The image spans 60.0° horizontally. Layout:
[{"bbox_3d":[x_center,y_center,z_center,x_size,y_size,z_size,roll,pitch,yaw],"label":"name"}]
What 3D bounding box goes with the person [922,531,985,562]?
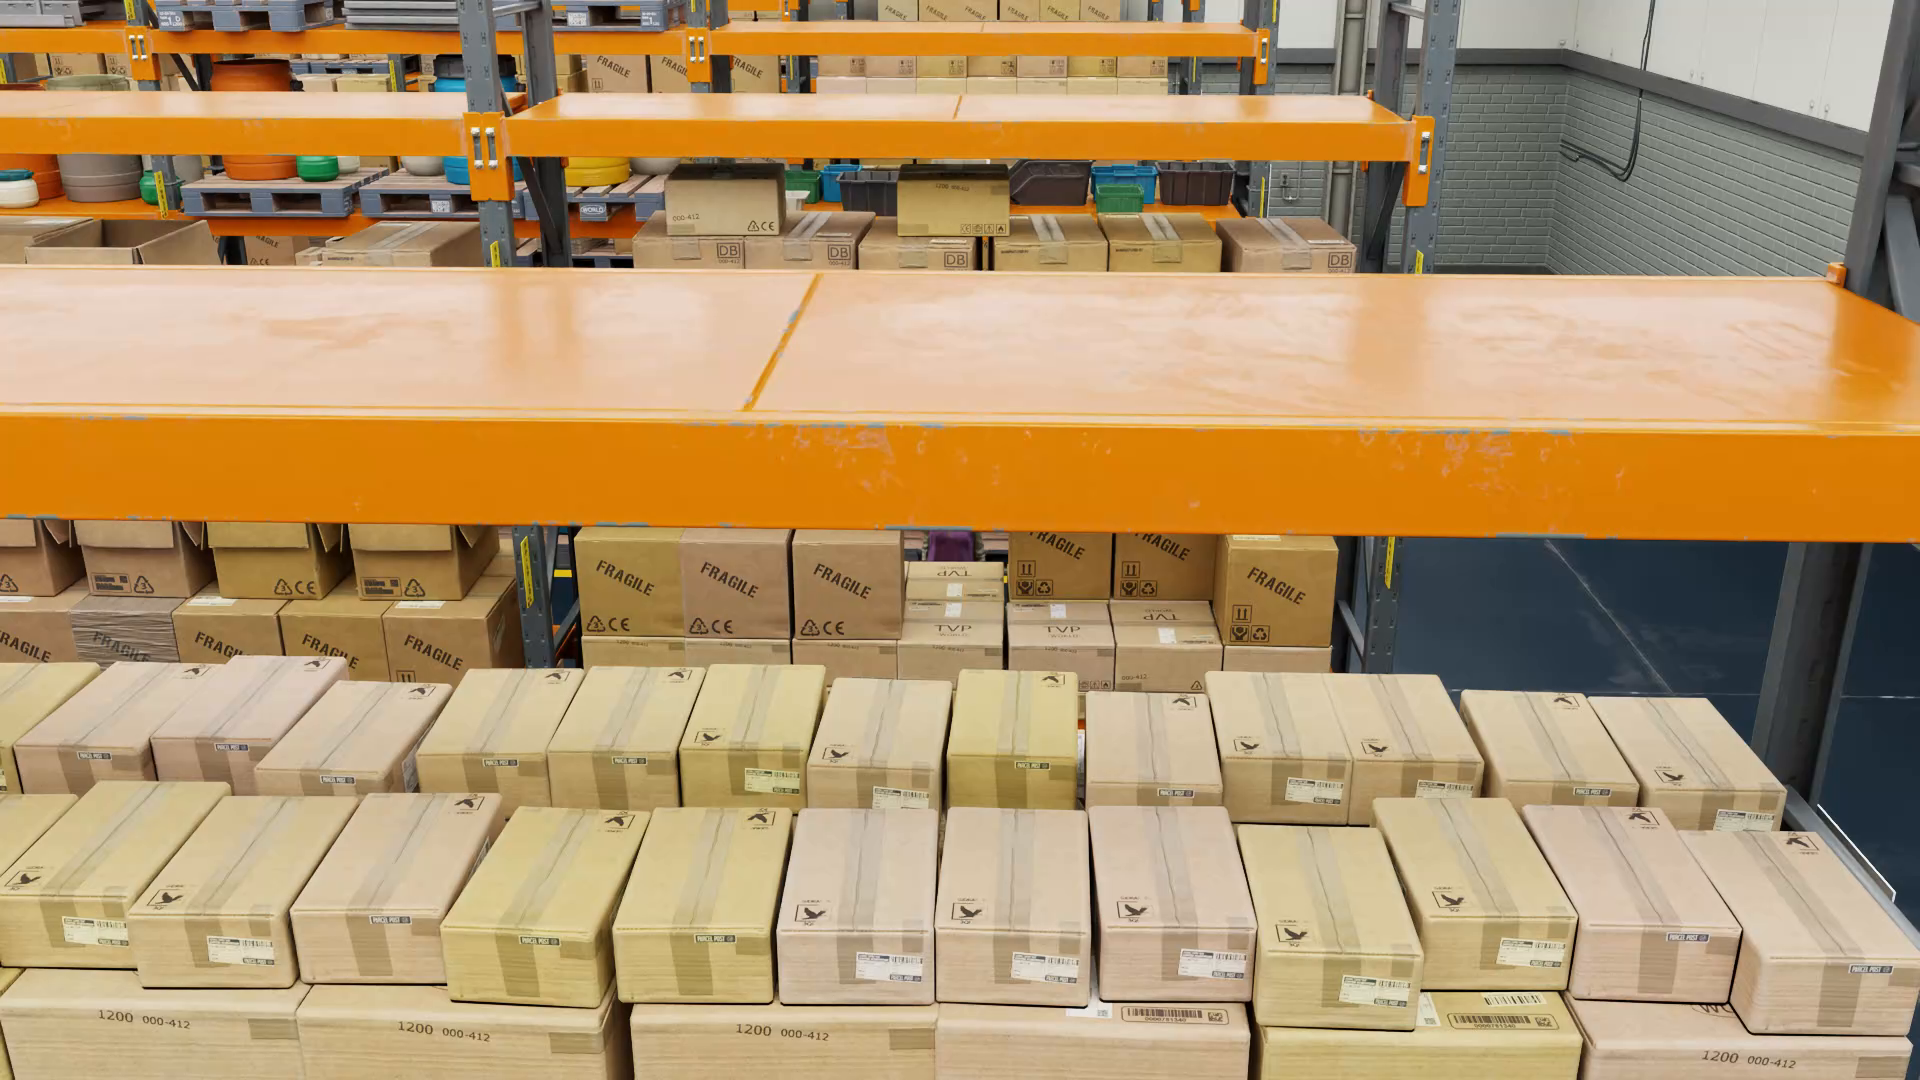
[{"bbox_3d":[-0.048,0.299,10.864,0.420,1.610,0.325,1,21,3],"label":"person"}]
